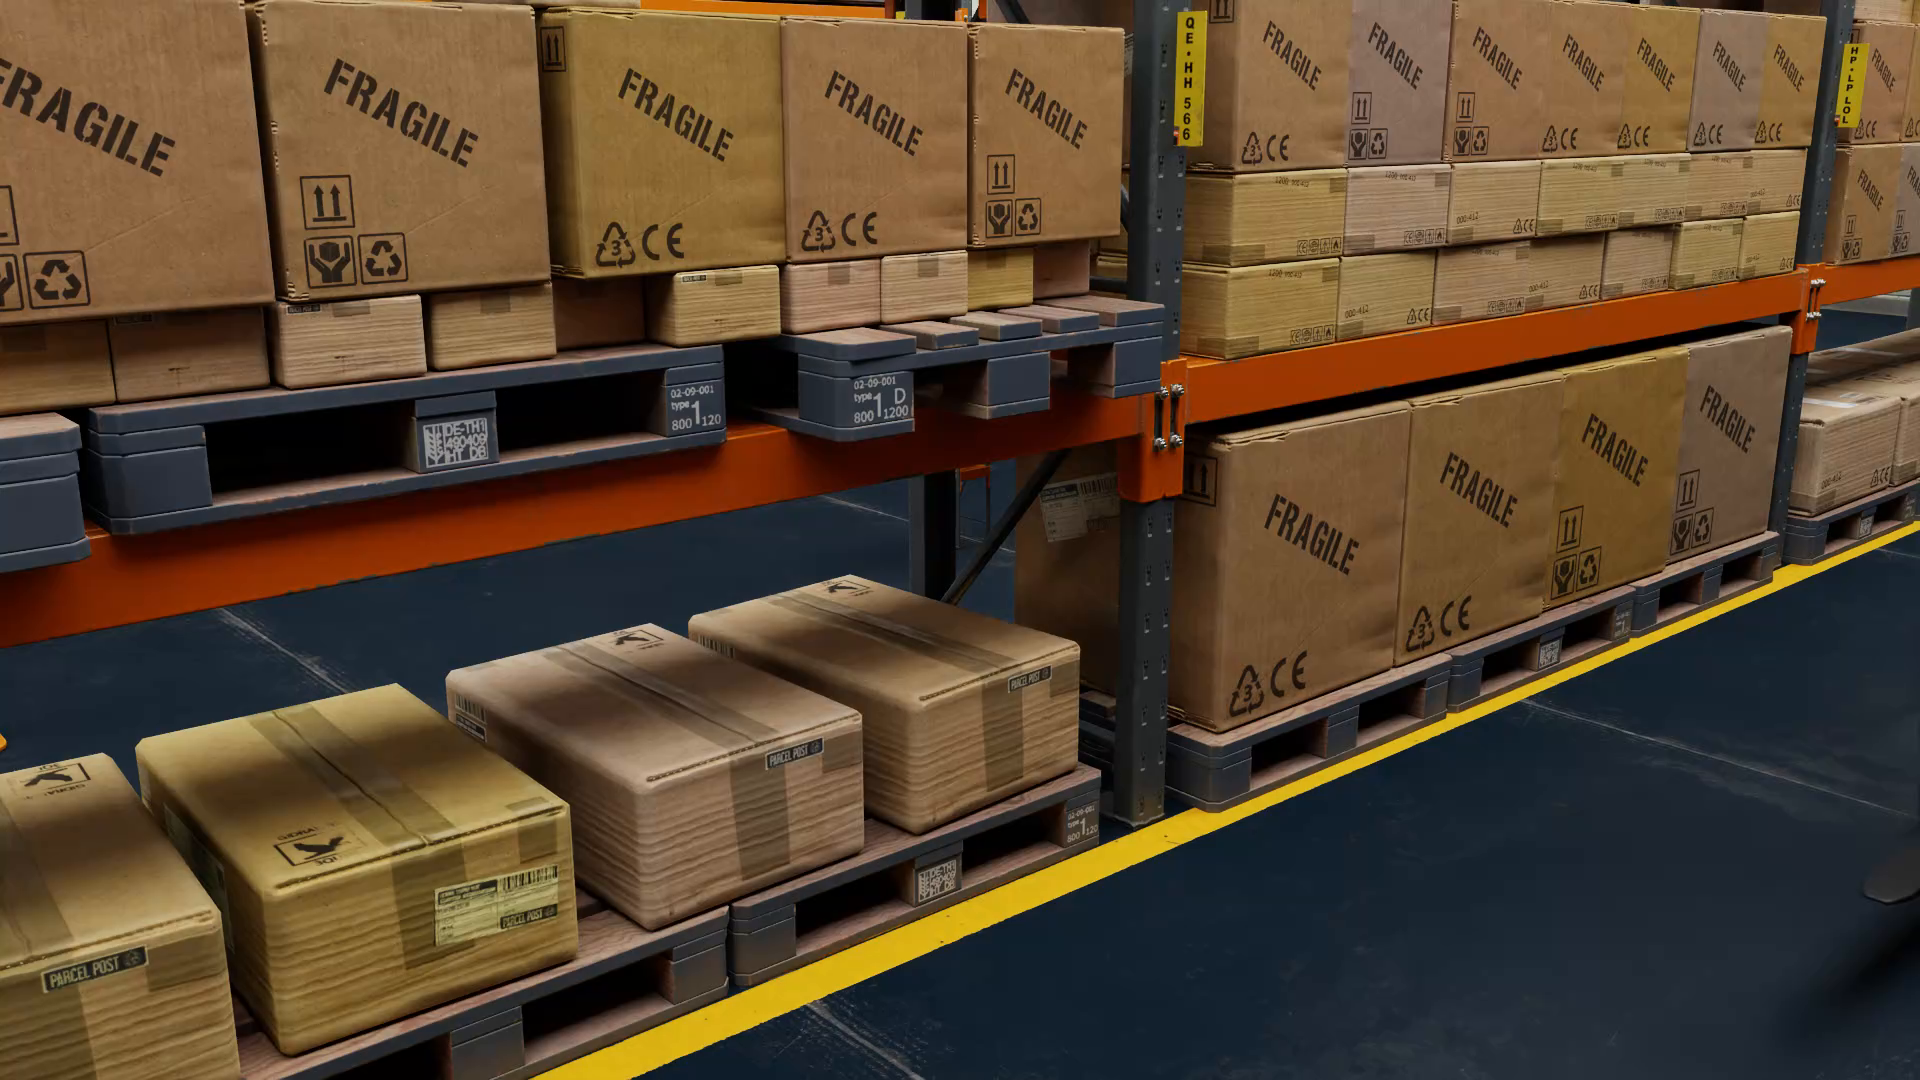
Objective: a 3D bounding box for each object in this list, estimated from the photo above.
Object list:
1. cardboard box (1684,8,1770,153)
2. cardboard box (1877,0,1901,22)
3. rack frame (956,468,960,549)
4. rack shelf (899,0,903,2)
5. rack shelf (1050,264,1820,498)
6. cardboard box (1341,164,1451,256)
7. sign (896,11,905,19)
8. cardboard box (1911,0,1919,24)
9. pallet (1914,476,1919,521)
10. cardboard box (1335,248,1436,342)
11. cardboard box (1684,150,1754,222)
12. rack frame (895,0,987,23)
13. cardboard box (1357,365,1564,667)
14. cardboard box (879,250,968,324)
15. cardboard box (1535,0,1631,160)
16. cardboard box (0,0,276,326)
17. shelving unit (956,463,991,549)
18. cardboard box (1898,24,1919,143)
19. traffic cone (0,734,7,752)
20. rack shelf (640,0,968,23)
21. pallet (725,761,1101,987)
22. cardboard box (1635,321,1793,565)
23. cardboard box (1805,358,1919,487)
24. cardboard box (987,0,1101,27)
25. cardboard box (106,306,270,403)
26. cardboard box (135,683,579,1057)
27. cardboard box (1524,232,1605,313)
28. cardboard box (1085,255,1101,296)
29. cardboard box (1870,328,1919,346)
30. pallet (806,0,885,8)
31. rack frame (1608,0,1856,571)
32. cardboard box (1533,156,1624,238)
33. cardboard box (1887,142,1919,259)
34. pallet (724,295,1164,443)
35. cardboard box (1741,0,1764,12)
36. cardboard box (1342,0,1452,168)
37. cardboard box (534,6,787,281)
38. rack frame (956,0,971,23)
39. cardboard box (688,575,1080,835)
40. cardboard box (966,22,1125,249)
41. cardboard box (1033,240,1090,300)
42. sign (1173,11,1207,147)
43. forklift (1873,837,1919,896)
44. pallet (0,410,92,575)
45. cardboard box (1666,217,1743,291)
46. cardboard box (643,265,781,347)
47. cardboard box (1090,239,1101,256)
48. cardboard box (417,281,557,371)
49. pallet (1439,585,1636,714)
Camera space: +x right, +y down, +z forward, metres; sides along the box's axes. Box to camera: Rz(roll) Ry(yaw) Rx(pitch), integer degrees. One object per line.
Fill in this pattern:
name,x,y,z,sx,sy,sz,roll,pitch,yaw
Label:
cardboard box,2.671,-1.733,6.293,0.500,0.500,0.500,-12,19,-38
cardboard box,3.820,-2.309,7.195,0.250,0.149,0.380,-12,19,-39
rack frame,-0.080,-0.562,7.528,0.006,1.200,0.240,-13,19,-39
rack shelf,1.411,-3.802,11.753,4.000,0.370,1.077,-13,19,-39
rack shelf,1.720,-0.729,6.059,4.000,0.370,1.077,-13,19,-39
cardboard box,1.146,-1.032,5.121,0.500,0.250,0.500,-12,19,-38
sign,-0.156,-1.404,4.951,0.005,0.325,0.100,-13,19,-39
cardboard box,4.213,-2.391,7.500,0.250,0.149,0.380,-13,20,-40
pallet,4.774,-0.389,8.798,1.213,0.211,1.003,-13,19,-39
cardboard box,1.121,-0.789,5.183,0.500,0.250,0.500,-13,20,-41
cardboard box,2.683,-1.376,6.411,0.500,0.250,0.500,-12,19,-38
rack frame,-0.097,-2.362,10.779,0.127,3.000,1.000,-13,19,-39
cardboard box,1.462,-0.165,5.858,0.875,0.875,0.875,-12,19,-39
cardboard box,-0.197,-0.607,3.882,0.250,0.149,0.380,-13,20,-40
cardboard box,1.895,-1.560,5.647,0.500,0.500,0.500,-12,19,-38
cardboard box,-1.505,-0.644,2.766,0.500,0.500,0.500,-13,20,-40
shelving unit,-0.011,-0.577,7.586,0.189,1.200,0.258,-13,19,-39
cardboard box,4.132,-2.064,7.534,0.500,0.500,0.500,-13,20,-40
traffic cone,-3.228,0.439,5.208,0.334,0.463,0.336,-13,19,-39
rack shelf,-1.768,-4.785,15.432,4.000,0.370,1.077,-13,19,-39
pallet,-0.380,0.742,4.563,1.213,0.211,1.003,-13,19,-39
cardboard box,2.813,-0.471,7.003,0.875,0.875,0.875,-12,19,-38
cardboard box,4.447,-0.617,8.400,0.875,0.438,0.875,-13,20,-41
cardboard box,0.429,-1.407,5.075,0.500,0.500,0.500,-13,20,-41
cardboard box,-1.415,-0.354,2.935,0.250,0.149,0.380,-12,19,-39
cardboard box,-1.349,0.677,3.681,0.625,0.372,0.950,-12,19,-38
cardboard box,1.891,-0.961,5.827,0.500,0.250,0.500,-13,19,-39
cardboard box,0.422,-0.801,5.227,0.500,0.250,0.500,-14,20,-41
cardboard box,5.814,-0.926,9.557,0.875,0.438,0.875,-14,20,-41
pallet,-0.812,-5.301,16.141,1.213,0.211,1.003,-13,19,-39
rack frame,3.228,-1.415,7.235,0.127,3.000,1.000,-13,19,-39
cardboard box,1.921,-1.197,5.740,0.500,0.250,0.500,-12,19,-38
cardboard box,4.136,-1.576,7.645,0.500,0.500,0.500,-12,19,-39
pallet,-0.257,-0.503,4.193,1.003,0.211,1.213,-13,19,-39
cardboard box,3.522,-2.397,7.525,0.250,0.149,0.380,-12,19,-38
cardboard box,1.111,-1.391,5.012,0.500,0.500,0.500,-13,19,-39
cardboard box,-0.712,-0.826,3.445,0.500,0.500,0.500,-14,21,-43
rack frame,-0.259,-4.022,16.994,0.127,3.000,1.000,-13,19,-39
cardboard box,-0.222,0.423,4.632,0.625,0.372,0.950,-14,21,-43
cardboard box,0.050,-1.001,4.102,0.500,0.500,0.500,-13,20,-41
cardboard box,0.118,-0.718,4.297,0.250,0.149,0.380,-12,19,-37
sign,0.574,-1.154,4.169,0.005,0.325,0.100,-13,19,-39
forklift,3.483,-0.591,4.282,3.031,2.935,1.130,-13,20,-40
pallet,-2.135,-0.068,2.565,1.213,0.211,1.003,-13,19,-39
cardboard box,2.670,-1.131,6.464,0.500,0.250,0.500,-13,20,-40
cardboard box,-0.591,-0.516,3.543,0.250,0.149,0.380,-12,19,-38
cardboard box,0.409,-1.038,5.145,0.500,0.250,0.500,-13,20,-40
cardboard box,-0.999,-0.440,3.257,0.250,0.149,0.380,-13,20,-41
pallet,1.775,0.285,6.273,1.213,0.211,1.003,-13,19,-39
